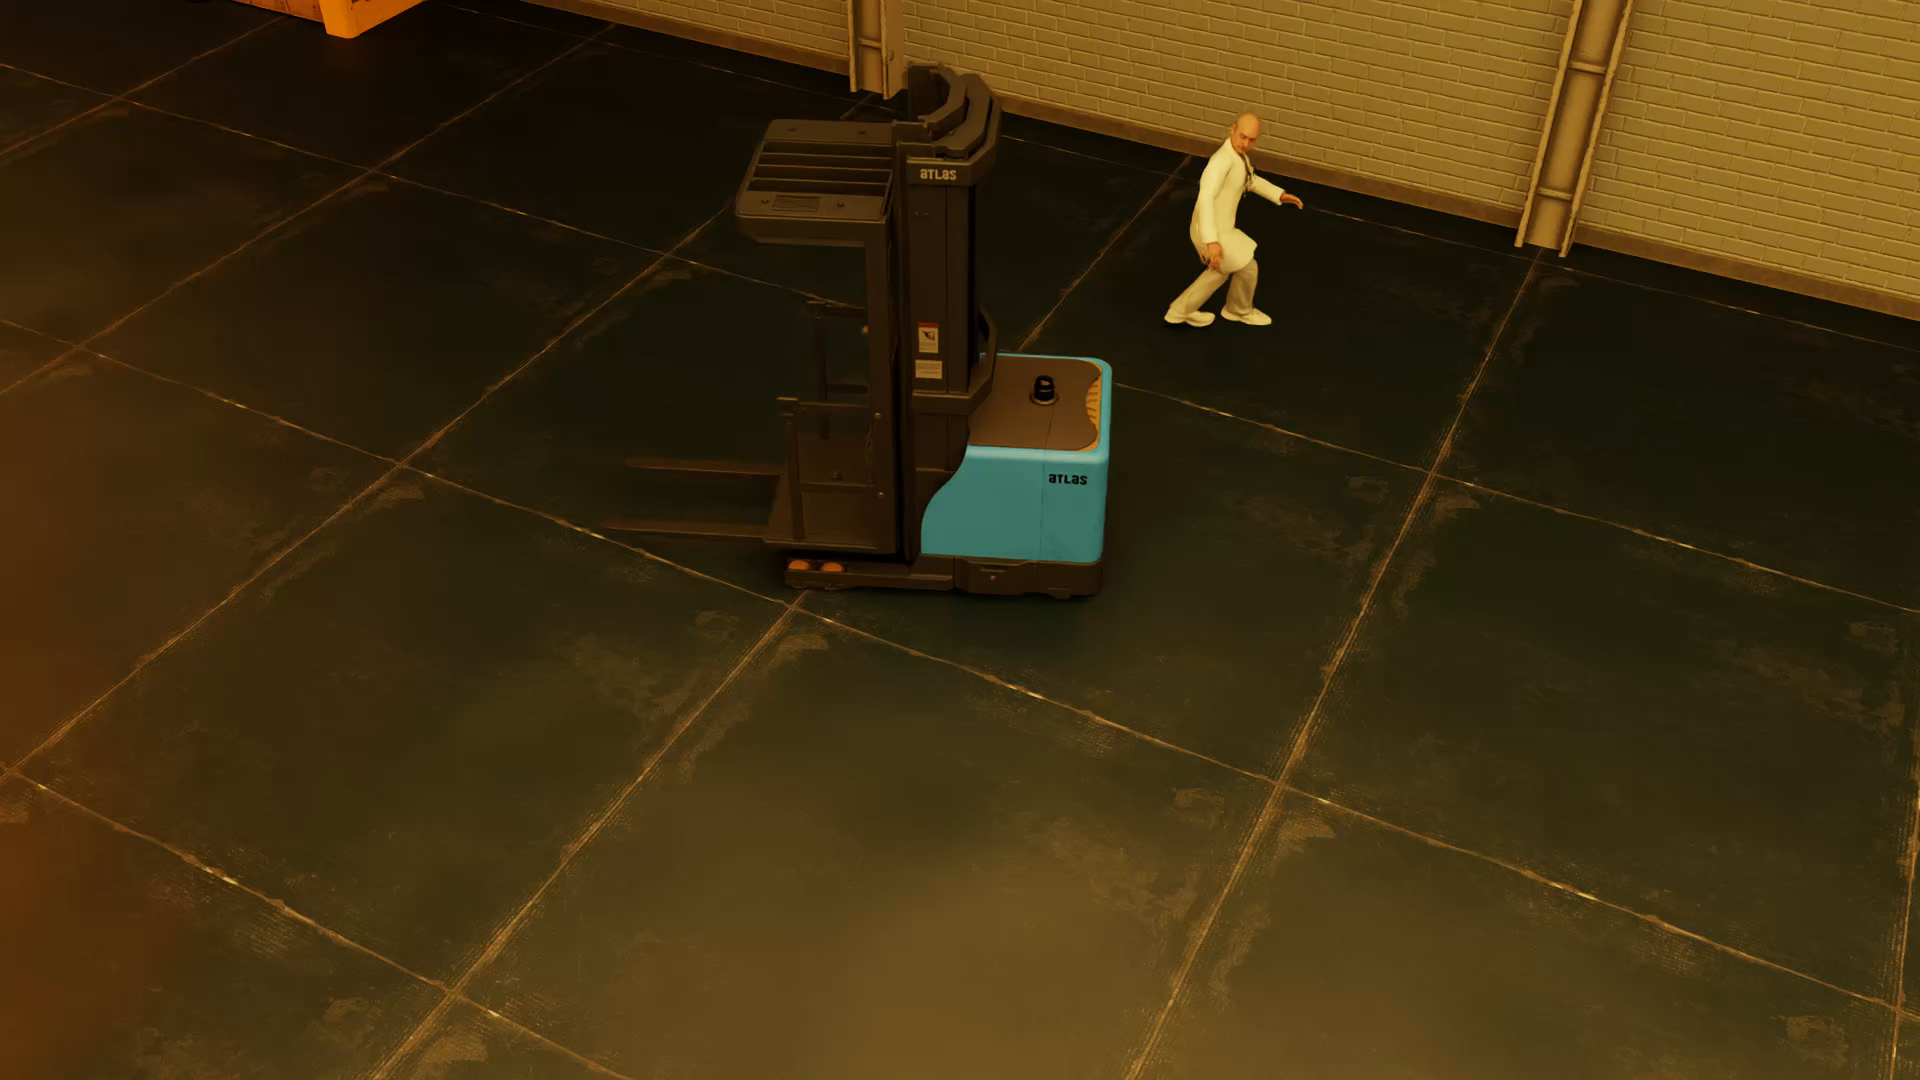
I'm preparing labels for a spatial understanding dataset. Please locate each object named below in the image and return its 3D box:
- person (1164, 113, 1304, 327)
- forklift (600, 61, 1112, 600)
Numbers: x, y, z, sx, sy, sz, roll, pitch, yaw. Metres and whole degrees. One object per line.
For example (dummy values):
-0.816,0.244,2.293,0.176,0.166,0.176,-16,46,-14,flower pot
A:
1.924,-2.118,11.529,0.892,1.649,0.884,1,40,1,person
-0.631,-1.158,9.362,3.031,2.935,1.130,3,40,4,forklift
